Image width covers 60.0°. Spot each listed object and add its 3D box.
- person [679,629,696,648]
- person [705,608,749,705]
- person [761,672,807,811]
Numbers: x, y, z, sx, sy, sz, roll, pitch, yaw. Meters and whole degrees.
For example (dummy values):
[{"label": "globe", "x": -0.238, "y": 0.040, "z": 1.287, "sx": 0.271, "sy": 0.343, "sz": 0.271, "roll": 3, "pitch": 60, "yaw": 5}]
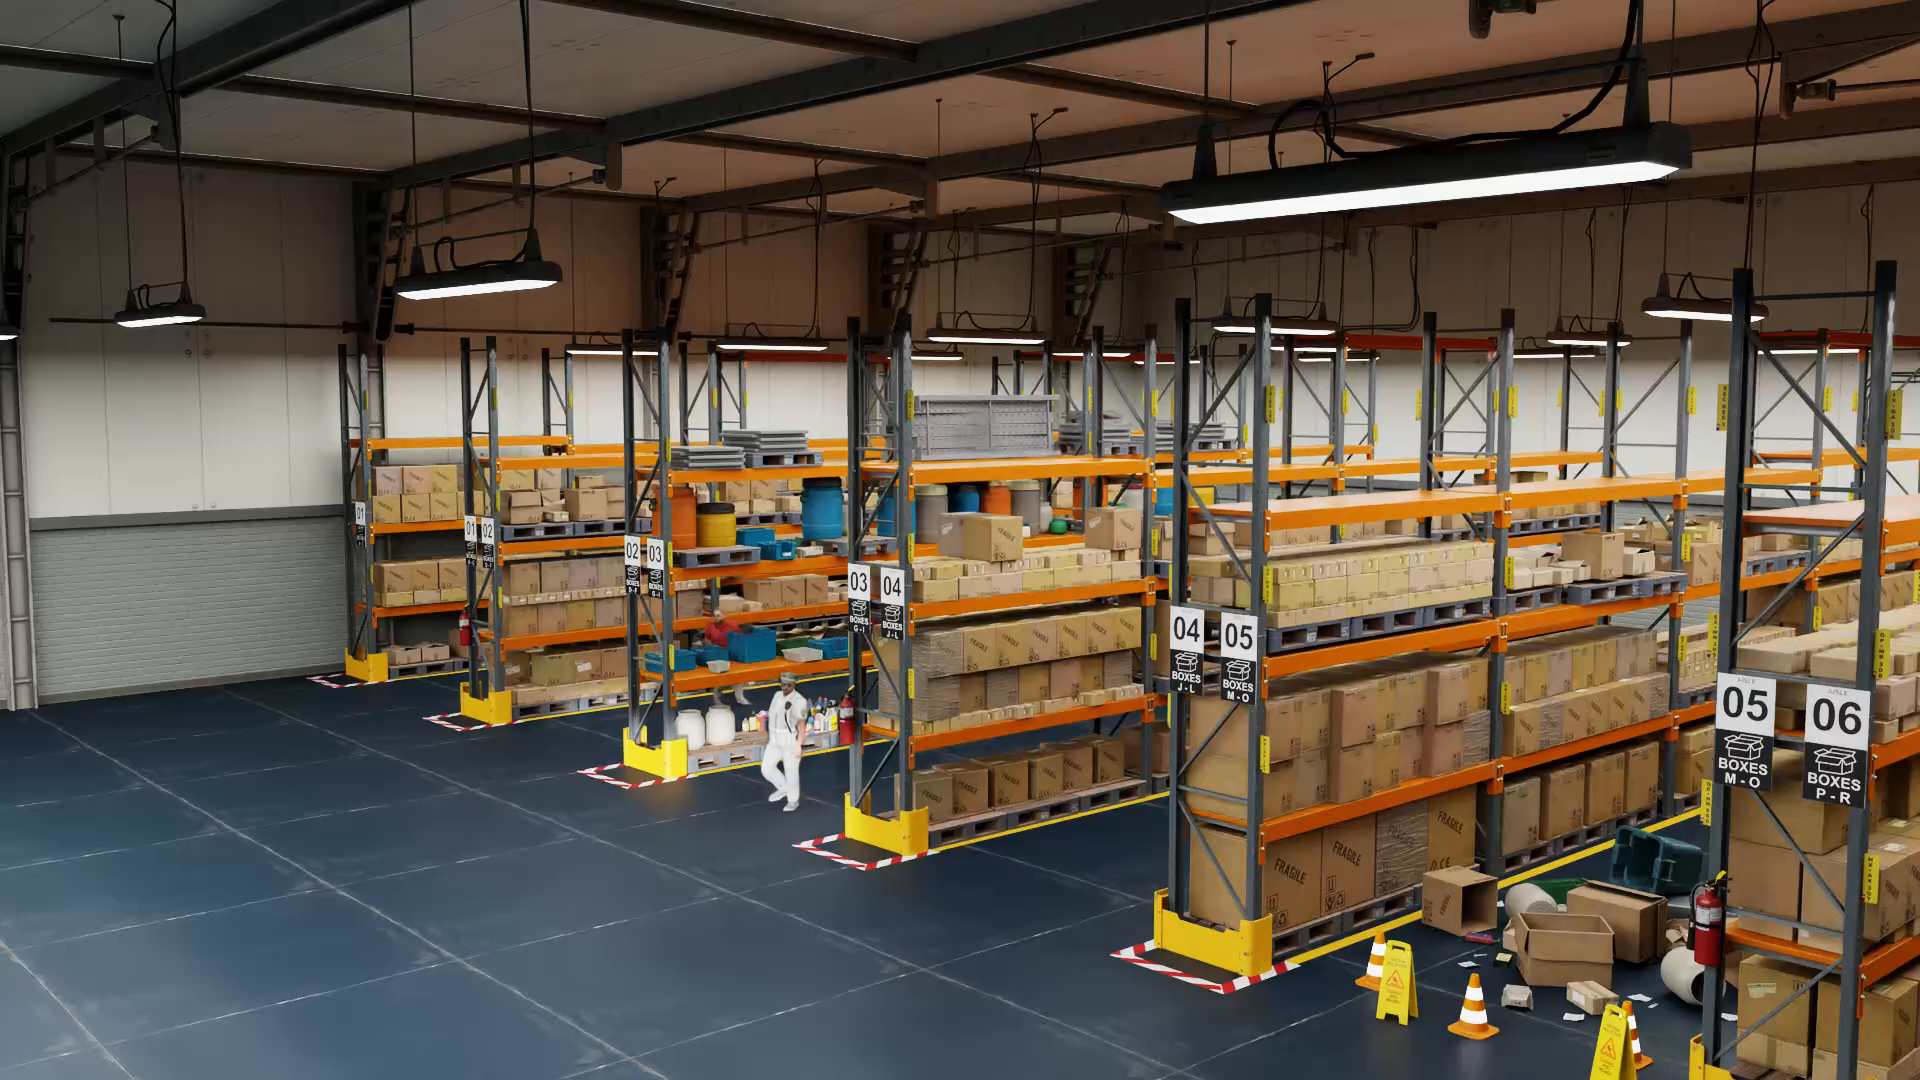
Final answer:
[{"label": "person", "x": -5.014, "y": 1.631, "z": 30.922, "sx": 0.546, "sy": 1.548, "sz": 0.581, "roll": 4, "pitch": 6, "yaw": 36}, {"label": "person", "x": -3.801, "y": 1.935, "z": 27.166, "sx": 0.704, "sy": 1.668, "sz": 0.808, "roll": -1, "pitch": 5, "yaw": -11}, {"label": "person", "x": -2.144, "y": 2.458, "z": 20.405, "sx": 0.654, "sy": 1.742, "sz": 0.489, "roll": 3, "pitch": 6, "yaw": 30}]
